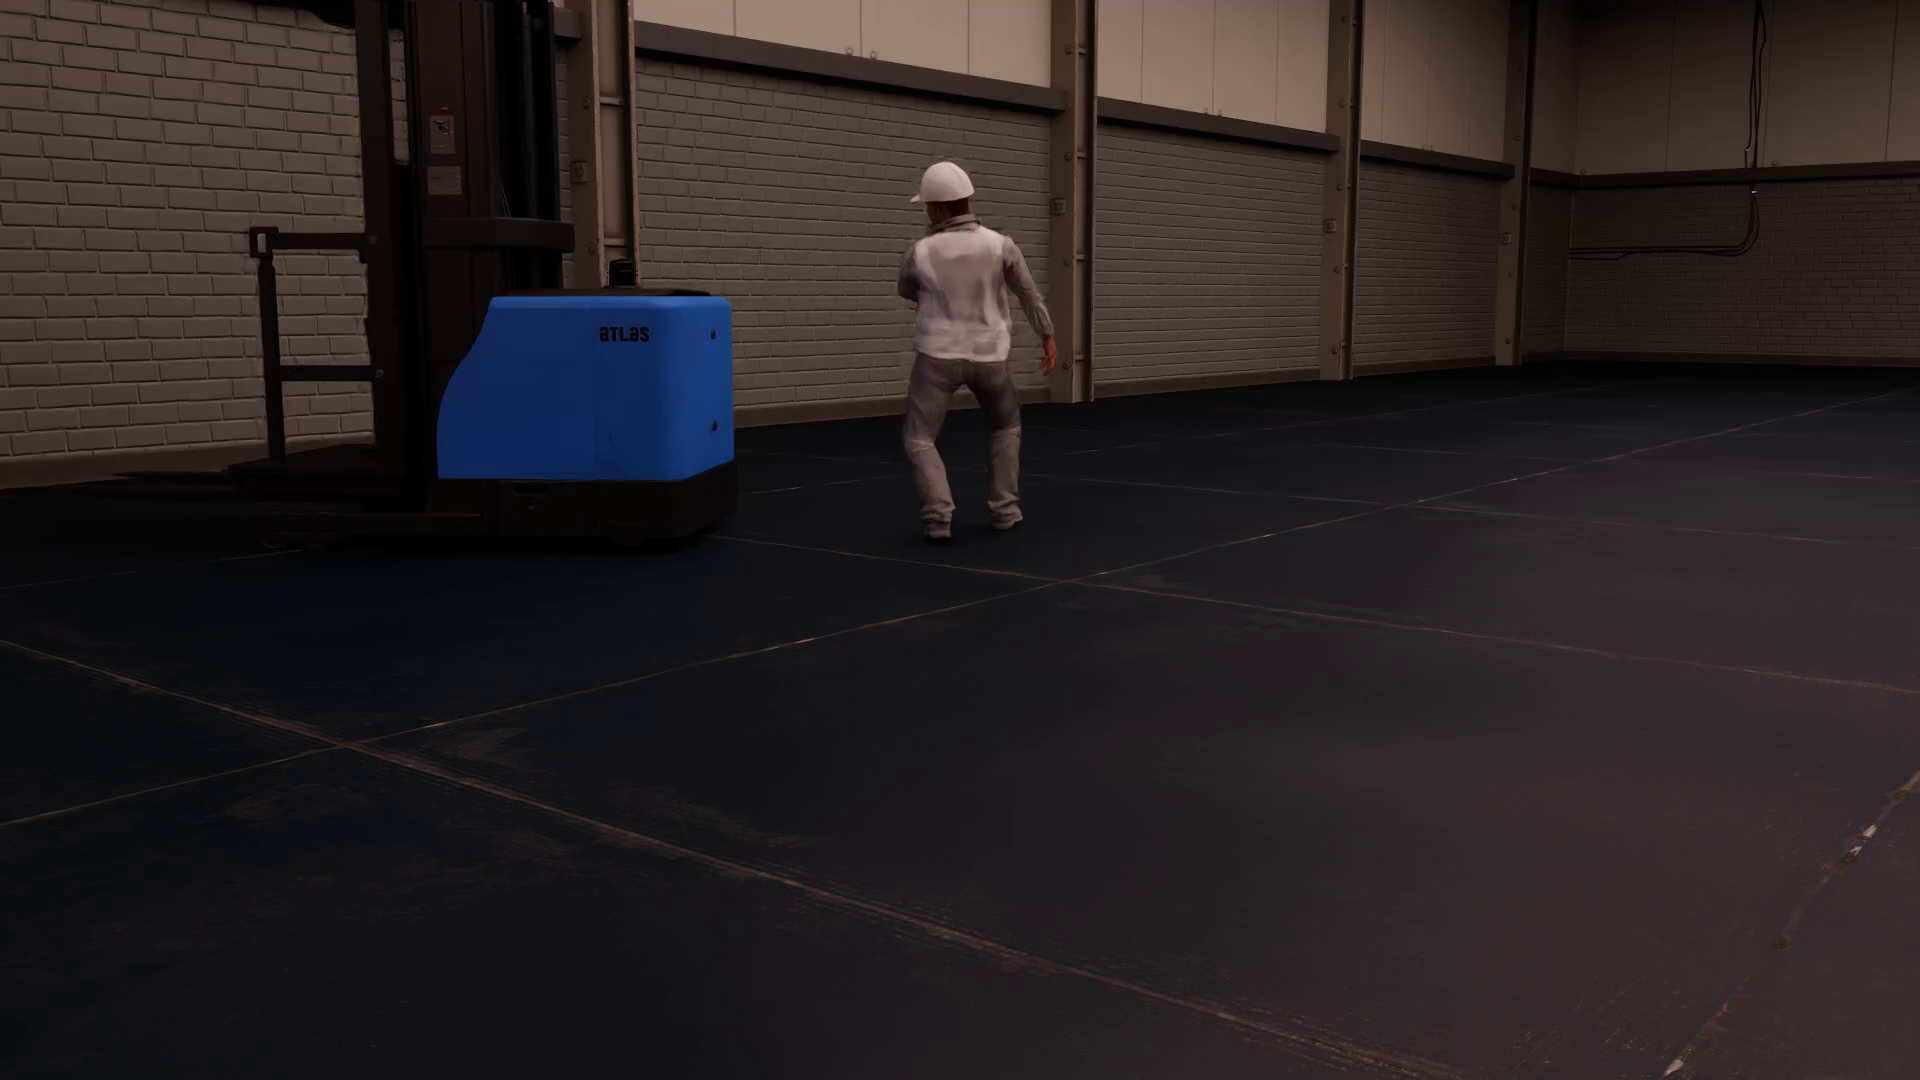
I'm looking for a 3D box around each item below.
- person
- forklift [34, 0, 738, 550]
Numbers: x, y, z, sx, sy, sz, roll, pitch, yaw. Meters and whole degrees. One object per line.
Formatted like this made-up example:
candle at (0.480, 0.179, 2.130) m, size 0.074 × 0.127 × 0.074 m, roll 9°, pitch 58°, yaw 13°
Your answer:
person at (0.074, -0.862, 7.596) m, size 0.746 × 1.652 × 0.836 m, roll -3°, pitch 9°, yaw -17°
forklift at (-2.604, -1.484, 7.420) m, size 3.031 × 2.935 × 1.130 m, roll 1°, pitch 8°, yaw 6°
